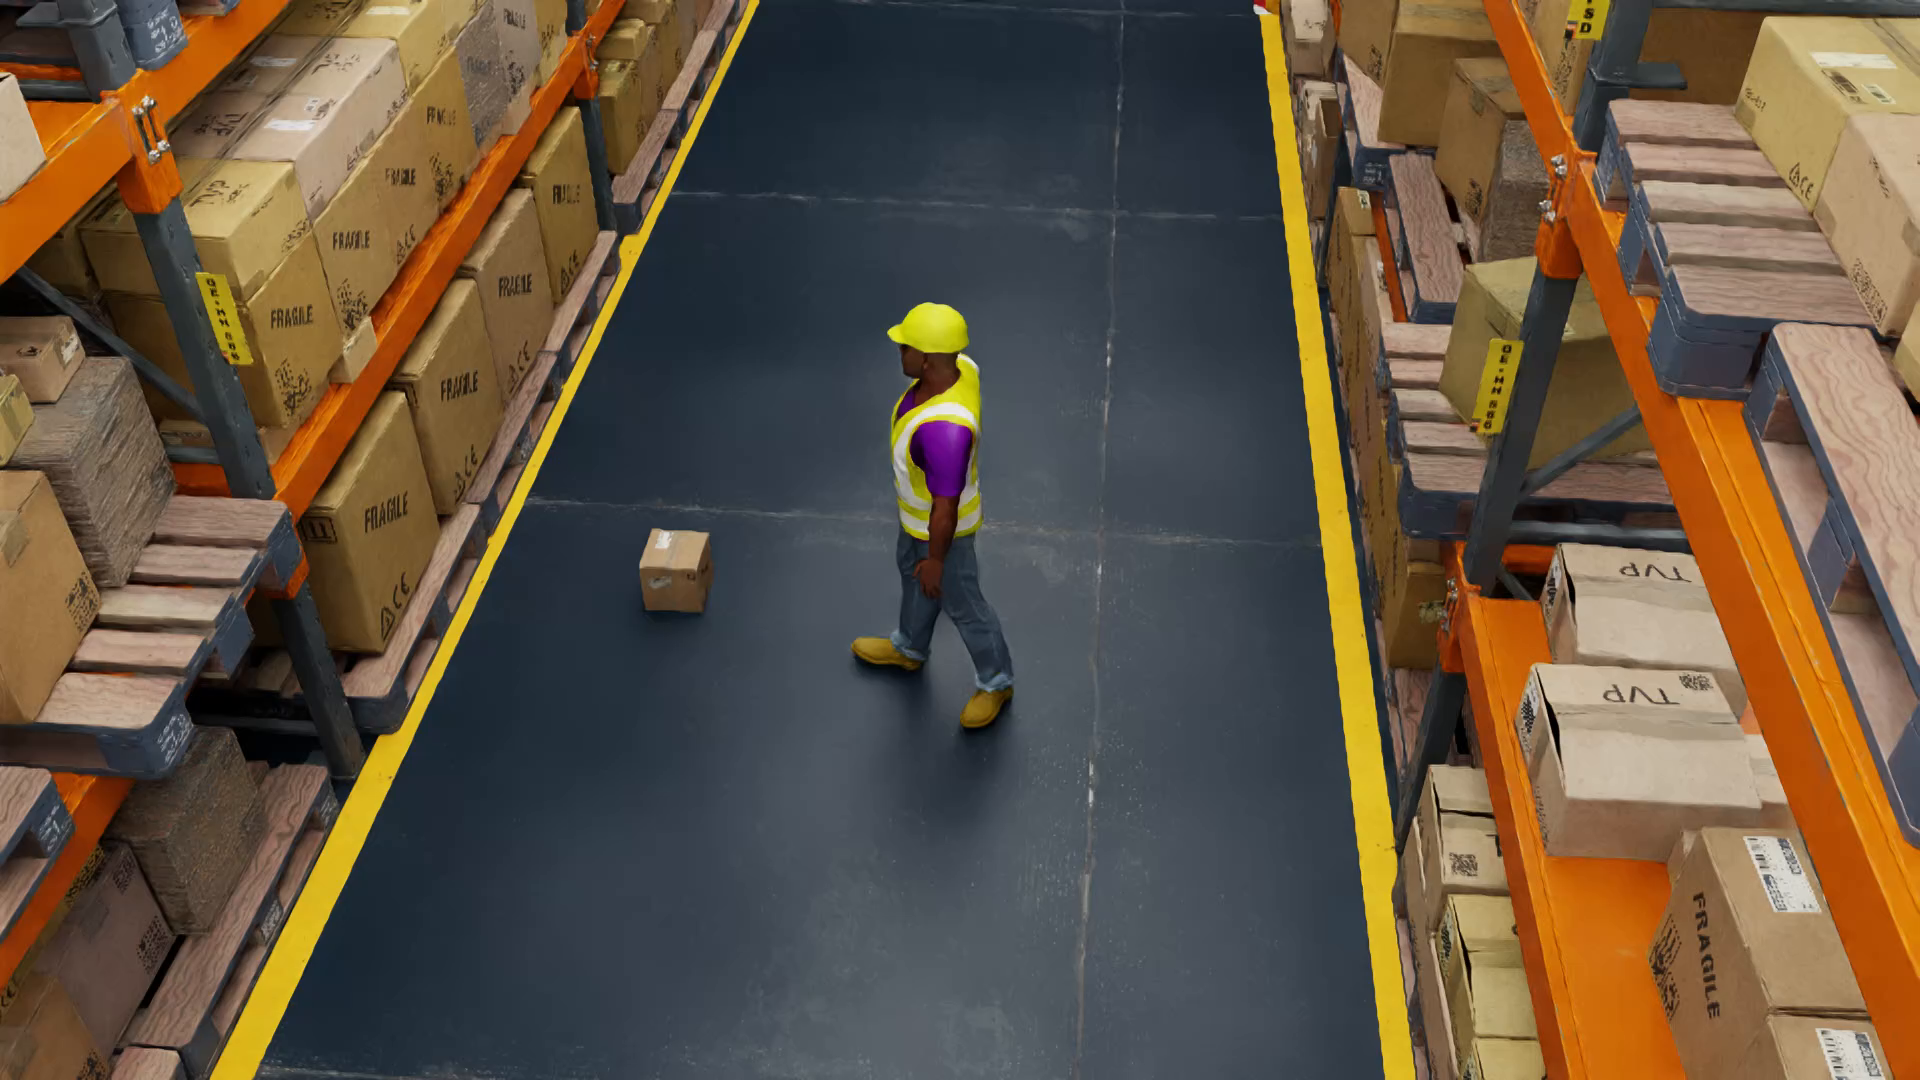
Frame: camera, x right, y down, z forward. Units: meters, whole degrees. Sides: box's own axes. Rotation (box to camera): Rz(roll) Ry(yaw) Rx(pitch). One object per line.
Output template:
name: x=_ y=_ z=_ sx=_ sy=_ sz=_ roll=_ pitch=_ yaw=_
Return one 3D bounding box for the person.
person: x=7.807 y=2.605 z=1.895 sx=15.738 sy=3.191 sz=11.725 roll=-3 pitch=40 yaw=-3
